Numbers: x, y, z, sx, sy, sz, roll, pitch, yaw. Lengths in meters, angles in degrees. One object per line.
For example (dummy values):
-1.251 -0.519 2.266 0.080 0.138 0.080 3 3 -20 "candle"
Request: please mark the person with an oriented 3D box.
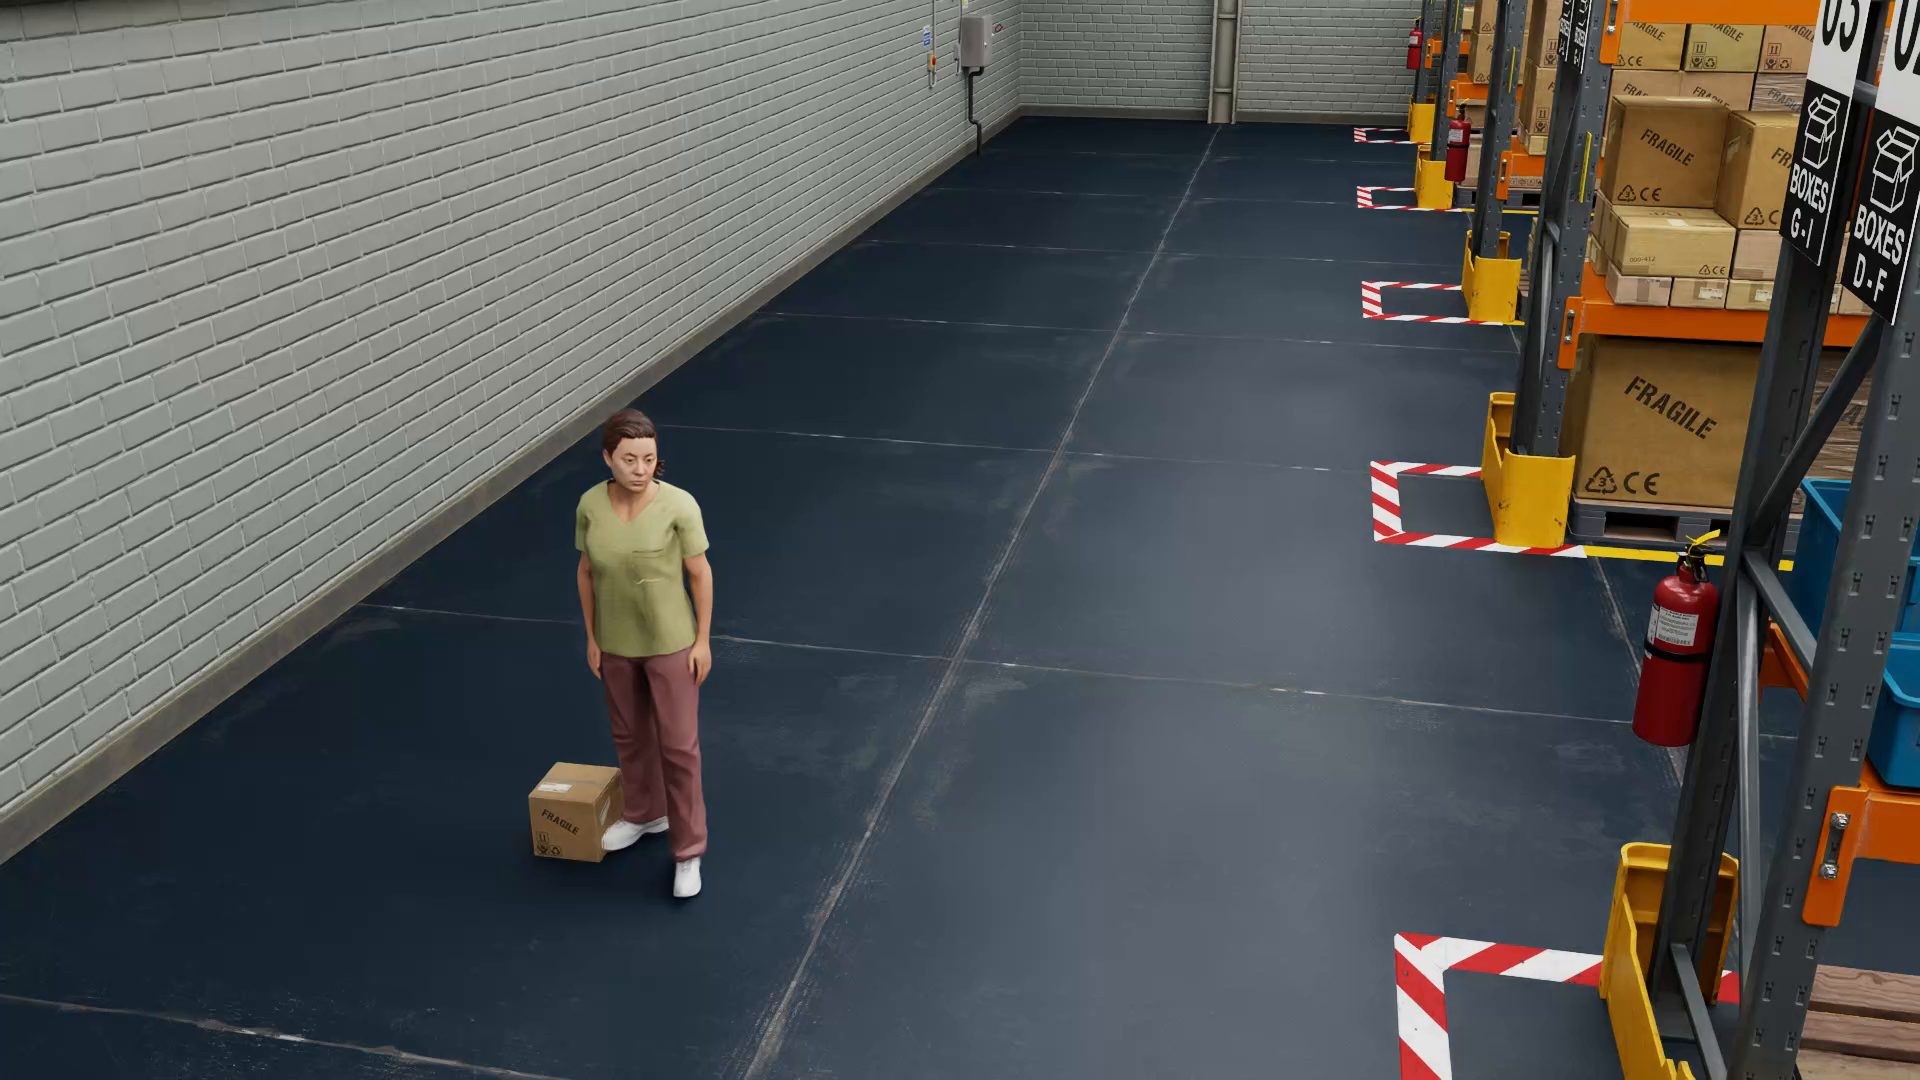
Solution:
-1.079 0.362 5.633 0.477 1.674 0.482 5 22 12 "person"
